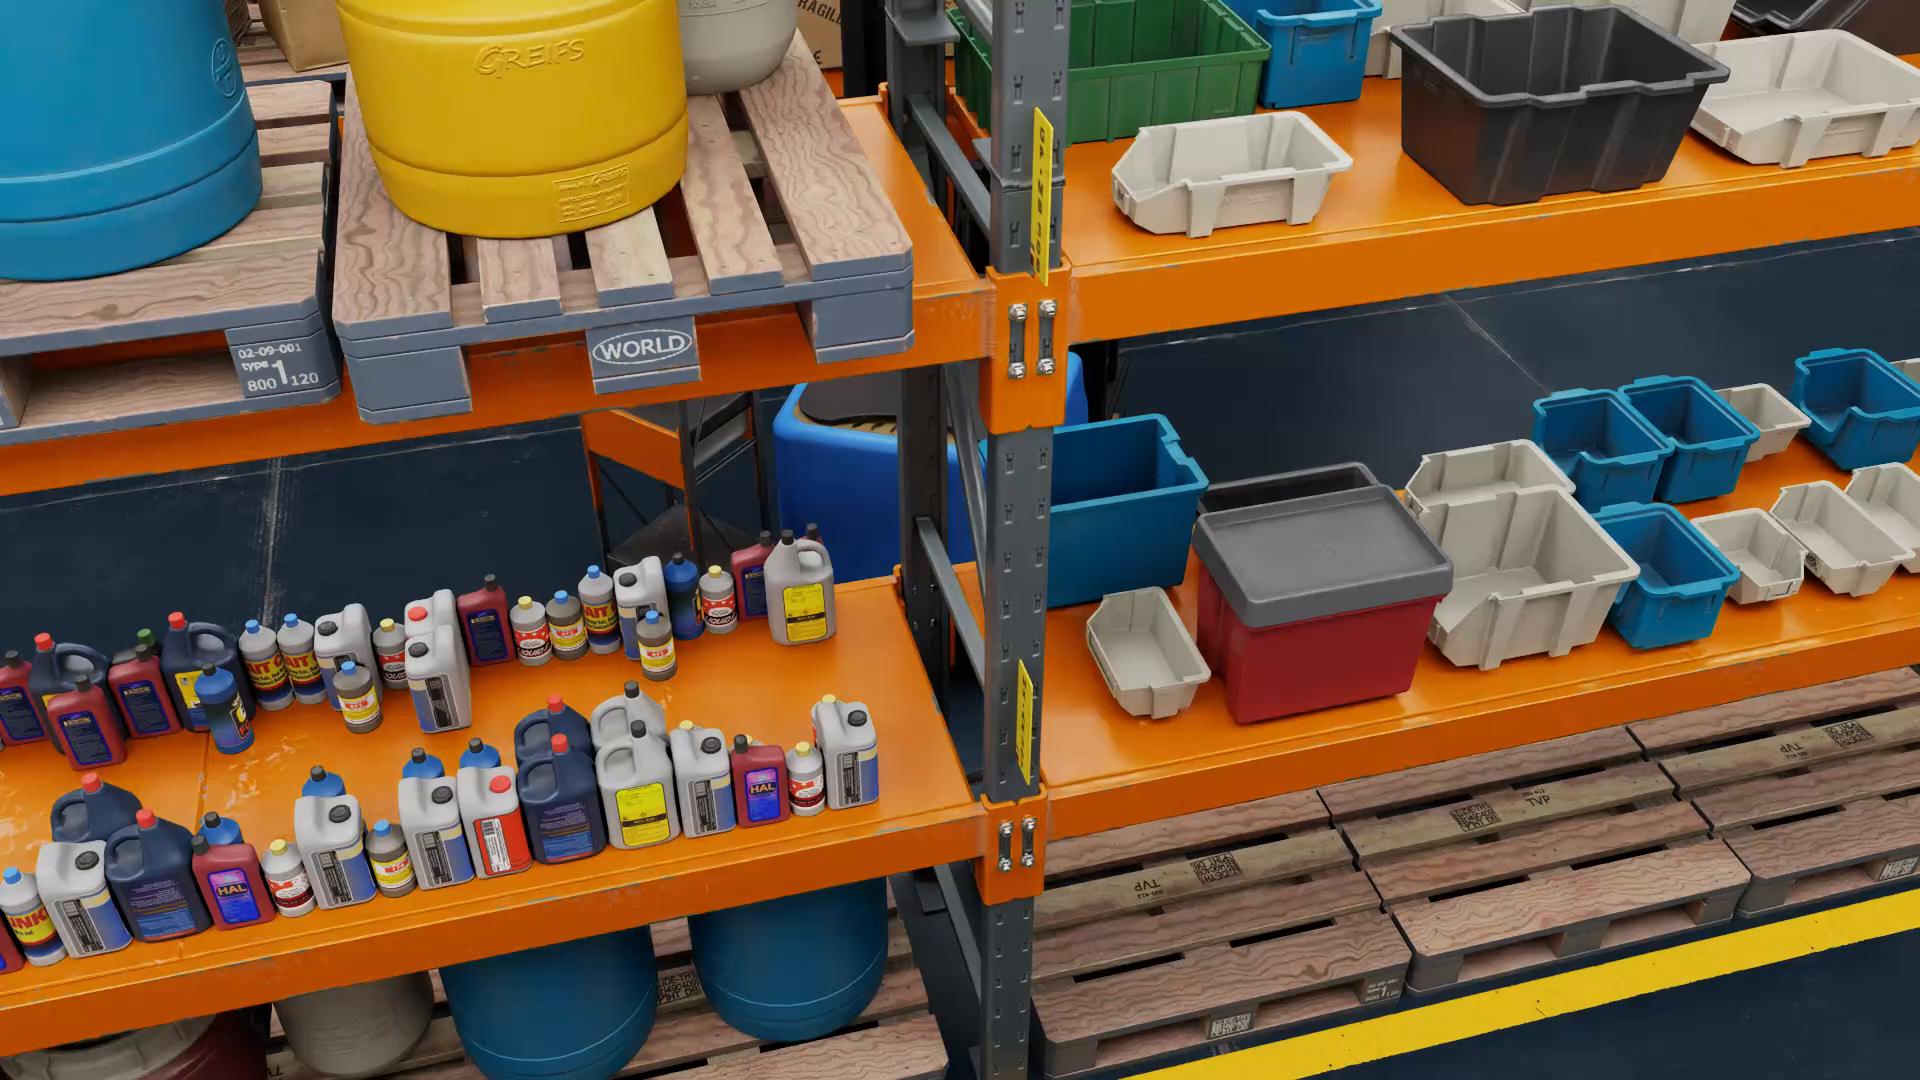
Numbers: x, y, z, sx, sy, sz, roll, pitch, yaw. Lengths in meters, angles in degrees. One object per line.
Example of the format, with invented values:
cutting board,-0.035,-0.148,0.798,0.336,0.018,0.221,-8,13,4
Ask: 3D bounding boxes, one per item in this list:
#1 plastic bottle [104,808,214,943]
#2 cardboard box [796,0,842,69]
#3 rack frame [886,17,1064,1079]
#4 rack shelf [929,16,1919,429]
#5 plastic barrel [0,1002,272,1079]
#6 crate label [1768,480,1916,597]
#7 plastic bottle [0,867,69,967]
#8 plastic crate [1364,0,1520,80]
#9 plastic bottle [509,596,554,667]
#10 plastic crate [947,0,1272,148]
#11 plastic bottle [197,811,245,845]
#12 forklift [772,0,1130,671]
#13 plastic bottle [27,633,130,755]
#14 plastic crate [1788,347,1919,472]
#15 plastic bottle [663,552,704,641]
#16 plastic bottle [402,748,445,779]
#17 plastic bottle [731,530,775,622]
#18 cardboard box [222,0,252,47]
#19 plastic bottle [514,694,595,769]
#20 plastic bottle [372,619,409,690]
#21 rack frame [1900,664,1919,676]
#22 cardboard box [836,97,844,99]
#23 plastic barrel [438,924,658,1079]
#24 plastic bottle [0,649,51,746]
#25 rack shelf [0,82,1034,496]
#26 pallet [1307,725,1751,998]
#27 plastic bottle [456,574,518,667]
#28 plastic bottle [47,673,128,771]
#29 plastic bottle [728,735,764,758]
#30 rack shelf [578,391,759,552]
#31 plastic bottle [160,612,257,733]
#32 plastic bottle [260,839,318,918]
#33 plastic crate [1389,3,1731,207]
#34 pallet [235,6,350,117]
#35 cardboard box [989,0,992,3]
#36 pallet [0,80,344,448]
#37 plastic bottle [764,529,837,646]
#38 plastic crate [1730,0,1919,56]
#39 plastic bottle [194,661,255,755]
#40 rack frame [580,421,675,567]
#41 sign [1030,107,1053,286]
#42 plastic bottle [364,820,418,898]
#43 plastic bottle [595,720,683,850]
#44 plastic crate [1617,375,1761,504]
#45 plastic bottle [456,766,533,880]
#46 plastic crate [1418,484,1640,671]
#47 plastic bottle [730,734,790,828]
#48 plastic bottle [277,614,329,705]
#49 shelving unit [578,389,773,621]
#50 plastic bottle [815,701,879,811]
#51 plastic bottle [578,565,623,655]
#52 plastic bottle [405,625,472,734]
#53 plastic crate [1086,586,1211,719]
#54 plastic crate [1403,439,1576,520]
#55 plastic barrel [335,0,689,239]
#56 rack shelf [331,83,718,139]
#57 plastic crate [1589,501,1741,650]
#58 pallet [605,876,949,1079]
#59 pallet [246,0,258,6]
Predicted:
plastic bottle,-1.853,0.757,3.832,0.185,0.351,0.144,-9,38,-12
cardboard box,-0.712,-2.641,8.152,0.500,0.500,0.500,-8,38,-11
rack frame,0.012,0.225,4.487,0.127,3.000,1.000,-9,38,-12
rack shelf,1.943,-0.997,4.208,4.000,0.370,1.077,-9,38,-12
plastic barrel,-2.291,1.384,4.612,0.708,0.588,0.600,-9,38,-12
crate label,2.588,0.004,4.944,0.243,0.136,0.396,-9,38,-12
plastic bottle,-2.113,0.846,3.781,0.097,0.271,0.097,0,37,0
plastic crate,1.141,-1.286,4.211,0.466,0.136,0.293,-9,38,-12
plastic bottle,-1.194,0.245,4.624,0.097,0.201,0.097,0,37,0
plastic crate,0.342,-1.126,3.959,0.662,0.188,0.450,-9,38,-12
plastic bottle,-1.727,0.744,3.914,0.097,0.271,0.097,0,37,0
forklift,0.153,-1.531,6.839,1.130,2.935,3.031,9,38,11
plastic bottle,-2.302,0.382,4.322,0.185,0.351,0.144,-9,38,-12
plastic crate,2.914,-0.415,5.413,0.300,0.233,0.416,-9,38,-12
plastic bottle,-0.782,0.150,4.691,0.097,0.271,0.097,0,37,0
plastic bottle,-1.304,0.617,4.080,0.097,0.271,0.097,0,37,0
plastic bottle,-0.582,0.101,4.746,0.133,0.283,0.061,-9,38,-12
cardboard box,-3.626,-2.452,7.559,0.500,0.500,0.700,-3,37,-3
plastic bottle,-1.006,0.527,4.133,0.185,0.351,0.144,-9,38,-12
plastic bottle,-1.547,0.303,4.549,0.097,0.201,0.097,0,37,0
rack frame,3.874,-0.408,5.315,0.127,3.000,1.000,-9,38,-12
cardboard box,-0.799,-2.119,9.247,0.500,0.500,0.500,-9,38,-12
plastic barrel,-1.201,1.080,4.750,0.708,0.901,0.600,-9,38,-12
plastic bottle,-2.467,0.410,4.341,0.133,0.283,0.061,-9,38,-12
rack shelf,-1.919,-0.364,3.380,4.000,0.370,1.077,-9,38,-12
pallet,1.892,0.998,5.771,1.213,0.211,1.003,-9,38,-12
plastic bottle,-1.310,0.220,4.589,0.133,0.283,0.061,-9,38,-12
plastic bottle,-2.251,0.465,4.269,0.133,0.283,0.061,-9,38,-12
plastic bottle,-0.533,0.576,4.192,0.097,0.201,0.097,0,37,0
rack shelf,-1.031,-0.347,5.997,0.480,0.518,0.431,22,43,26
plastic bottle,-1.995,0.332,4.388,0.185,0.351,0.144,-9,38,-12
plastic bottle,-1.582,0.786,3.917,0.097,0.201,0.097,0,37,0
plastic crate,1.283,-0.950,3.662,0.590,0.269,0.497,-9,38,-12
pallet,-3.261,-2.282,7.922,1.213,0.211,1.003,-9,38,-12
cardboard box,0.265,-2.802,8.362,0.500,0.500,0.500,-10,38,-12
pallet,-1.813,-0.528,3.158,1.213,0.211,1.003,-9,38,-12
plastic bottle,-0.451,0.117,4.669,0.185,0.351,0.144,-9,38,-12
plastic crate,2.327,-1.494,4.317,0.767,0.338,0.504,-9,38,-12
plastic bottle,-1.921,0.427,4.328,0.097,0.271,0.097,0,37,0
rack frame,-1.234,-0.440,6.097,0.015,2.100,0.400,22,43,26
sign,0.154,-0.647,3.150,0.005,0.325,0.100,-9,38,-12
plastic bottle,-1.358,0.750,3.965,0.097,0.201,0.097,0,37,0
plastic bottle,-0.790,0.582,4.060,0.185,0.351,0.144,-9,38,-12
plastic crate,2.279,-0.311,5.276,0.300,0.233,0.416,-9,38,-12
plastic bottle,-1.124,0.664,4.015,0.135,0.276,0.152,-9,38,-12
plastic crate,1.534,0.115,4.679,0.530,0.282,0.437,-9,38,-12
plastic bottle,-0.495,0.587,4.110,0.133,0.283,0.061,-9,38,-12
plastic bottle,-1.771,0.312,4.479,0.097,0.271,0.097,0,37,0
shelving unit,-1.031,-0.358,5.988,0.503,2.100,0.431,22,43,26
plastic bottle,-0.284,0.527,4.195,0.135,0.276,0.152,-9,38,-12
plastic bottle,-1.006,0.187,4.643,0.097,0.271,0.097,0,37,0
plastic bottle,-1.388,0.360,4.412,0.135,0.276,0.152,-9,38,-12
plastic crate,0.499,0.316,4.535,0.243,0.136,0.396,-9,38,-12
plastic crate,1.615,-0.146,5.140,0.466,0.136,0.293,-9,38,-12
plastic barrel,-0.816,-0.944,3.046,0.600,0.588,0.600,0,37,0
rack shelf,-3.206,-2.078,8.090,4.000,0.370,1.077,-9,38,-12
plastic crate,1.958,0.110,4.726,0.300,0.233,0.416,-9,38,-12
pallet,-0.744,1.431,5.206,1.213,0.211,1.003,-9,38,-12
pallet,-5.652,-3.925,12.208,1.213,0.211,1.003,-9,38,-12
